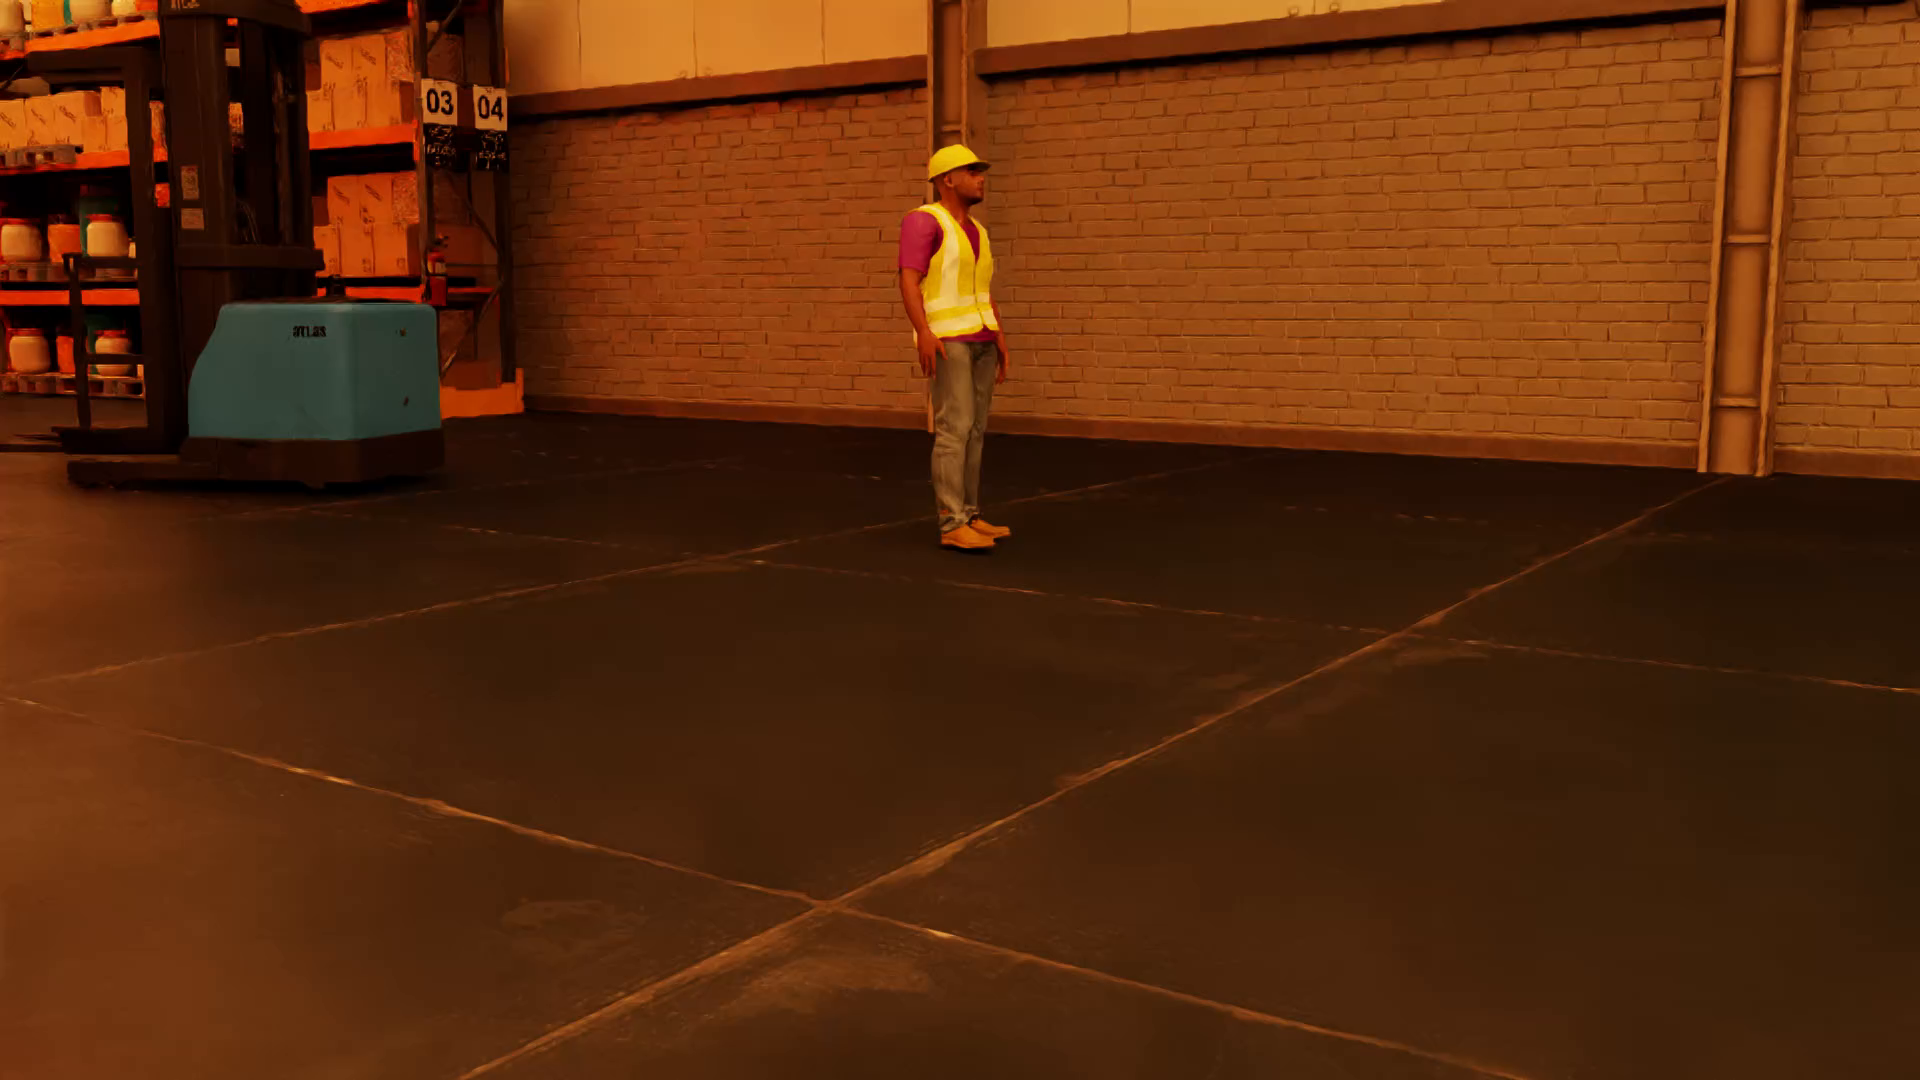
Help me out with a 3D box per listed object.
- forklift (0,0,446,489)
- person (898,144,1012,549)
[{"bbox_3d":[-4.757,-1.823,10.016,3.031,2.935,1.130,2,8,14],"label":"forklift"},{"bbox_3d":[0.055,-0.875,7.435,0.576,1.766,0.665,5,10,34],"label":"person"}]
